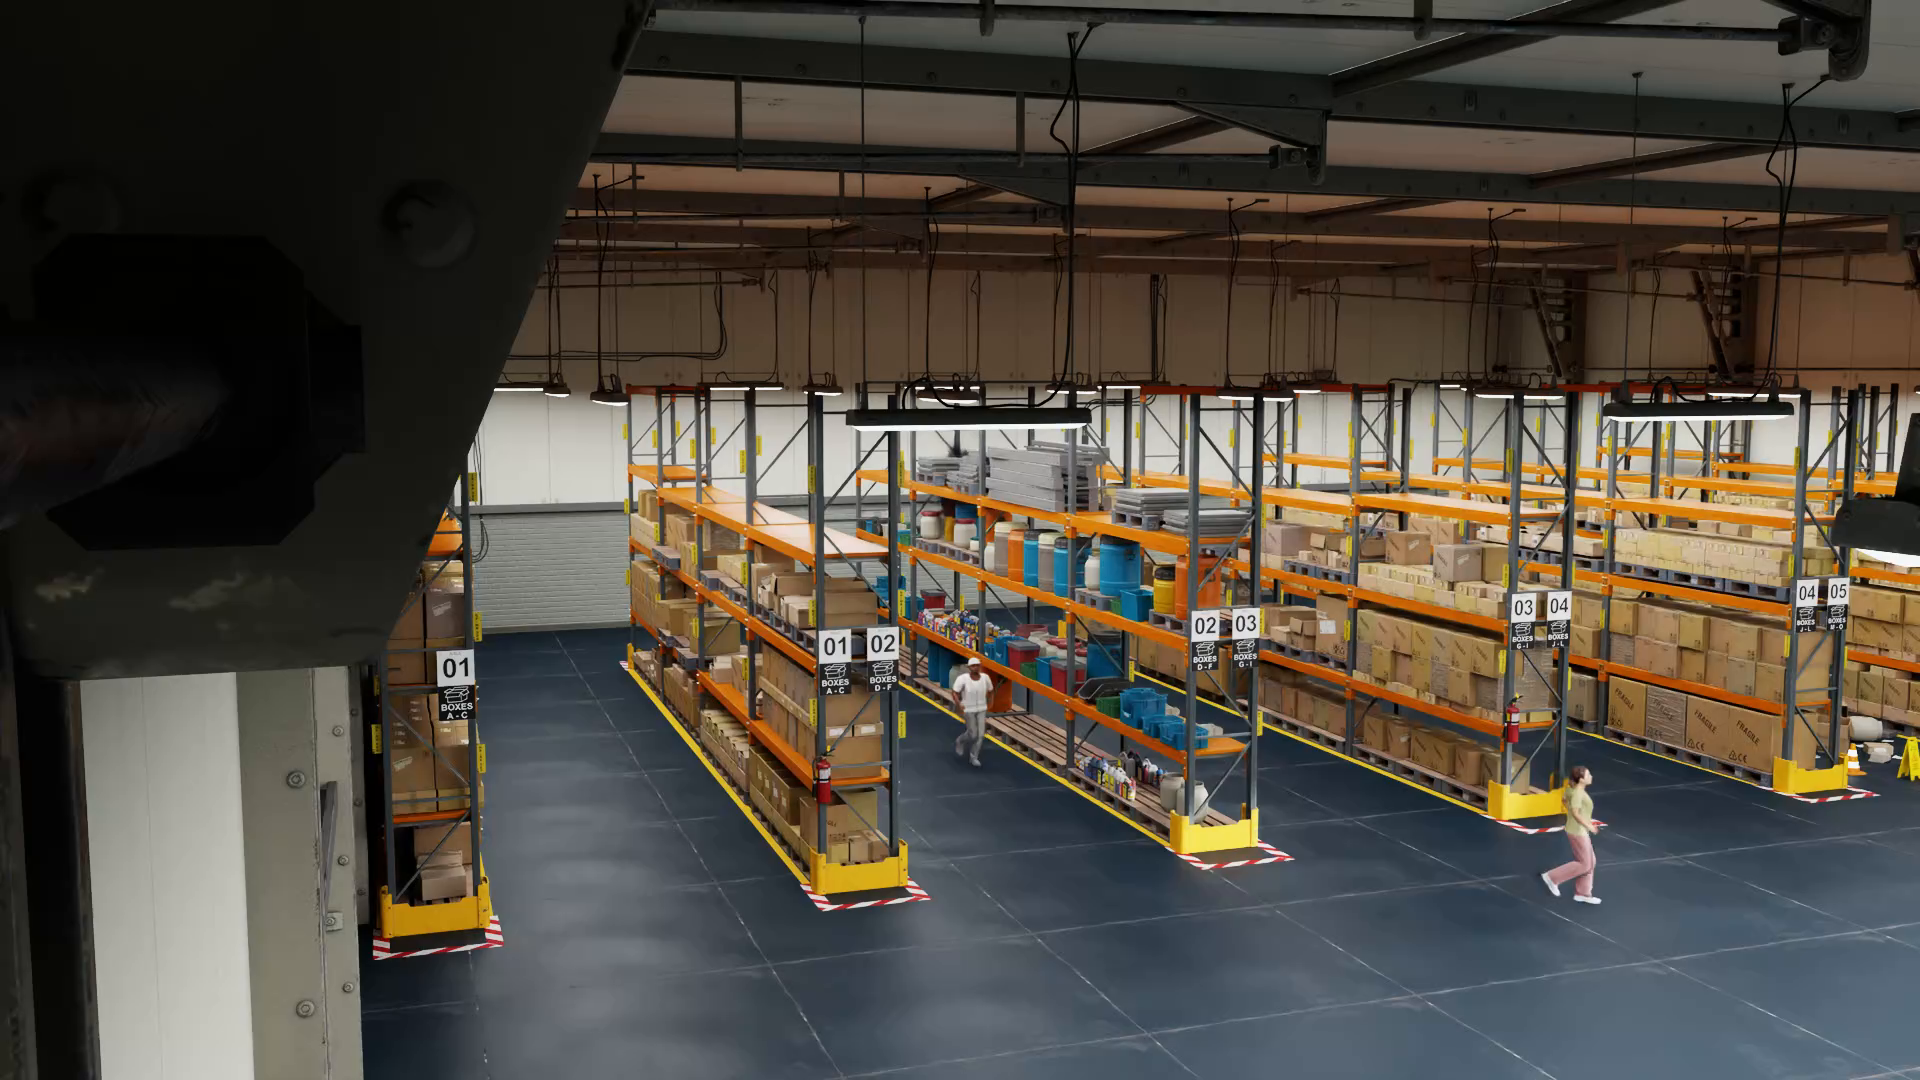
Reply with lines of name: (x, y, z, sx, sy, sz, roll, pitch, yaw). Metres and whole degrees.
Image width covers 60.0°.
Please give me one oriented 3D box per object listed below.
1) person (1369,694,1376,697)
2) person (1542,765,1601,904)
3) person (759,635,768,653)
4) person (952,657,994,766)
person: (8.053, 2.168, 32.034, 0.707, 1.736, 0.633, -2, 6, -20)
person: (7.279, 3.484, 19.749, 0.685, 1.655, 0.602, 1, 6, 12)
person: (-4.090, 1.947, 34.433, 0.709, 1.739, 0.781, -5, 8, -39)
person: (0.232, 2.728, 26.665, 0.691, 1.734, 0.632, -2, 6, -20)
